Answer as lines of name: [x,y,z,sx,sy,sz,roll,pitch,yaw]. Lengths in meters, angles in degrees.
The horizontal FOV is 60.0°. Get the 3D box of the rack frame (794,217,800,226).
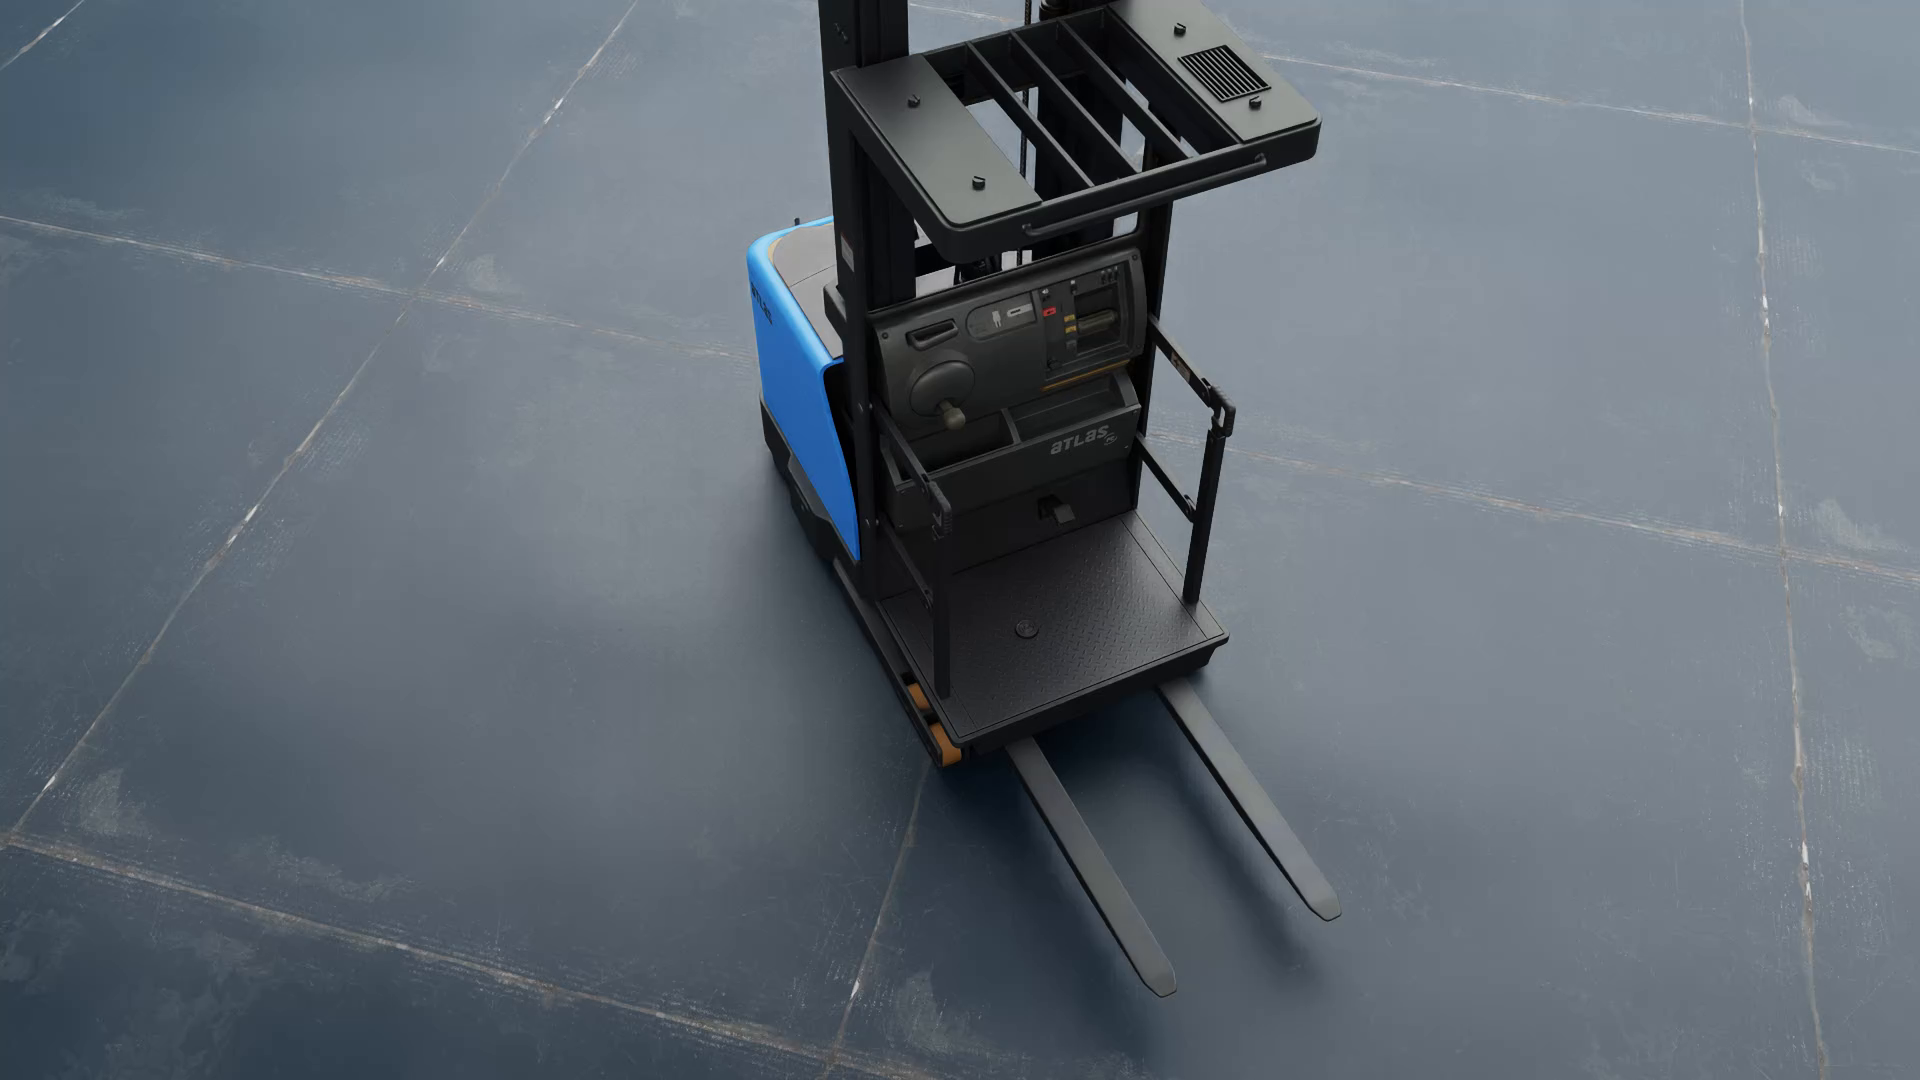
rack frame: [-0.549,-1.016,6.965,0.240,0.900,0.006,-20,51,-17]

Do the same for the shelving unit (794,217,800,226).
shelving unit: [-0.505,-0.947,6.904,0.258,0.900,0.210,-20,51,-17]

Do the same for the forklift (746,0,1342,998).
forklift: [0.271,-0.543,5.193,1.130,2.935,3.031,-20,51,-17]
